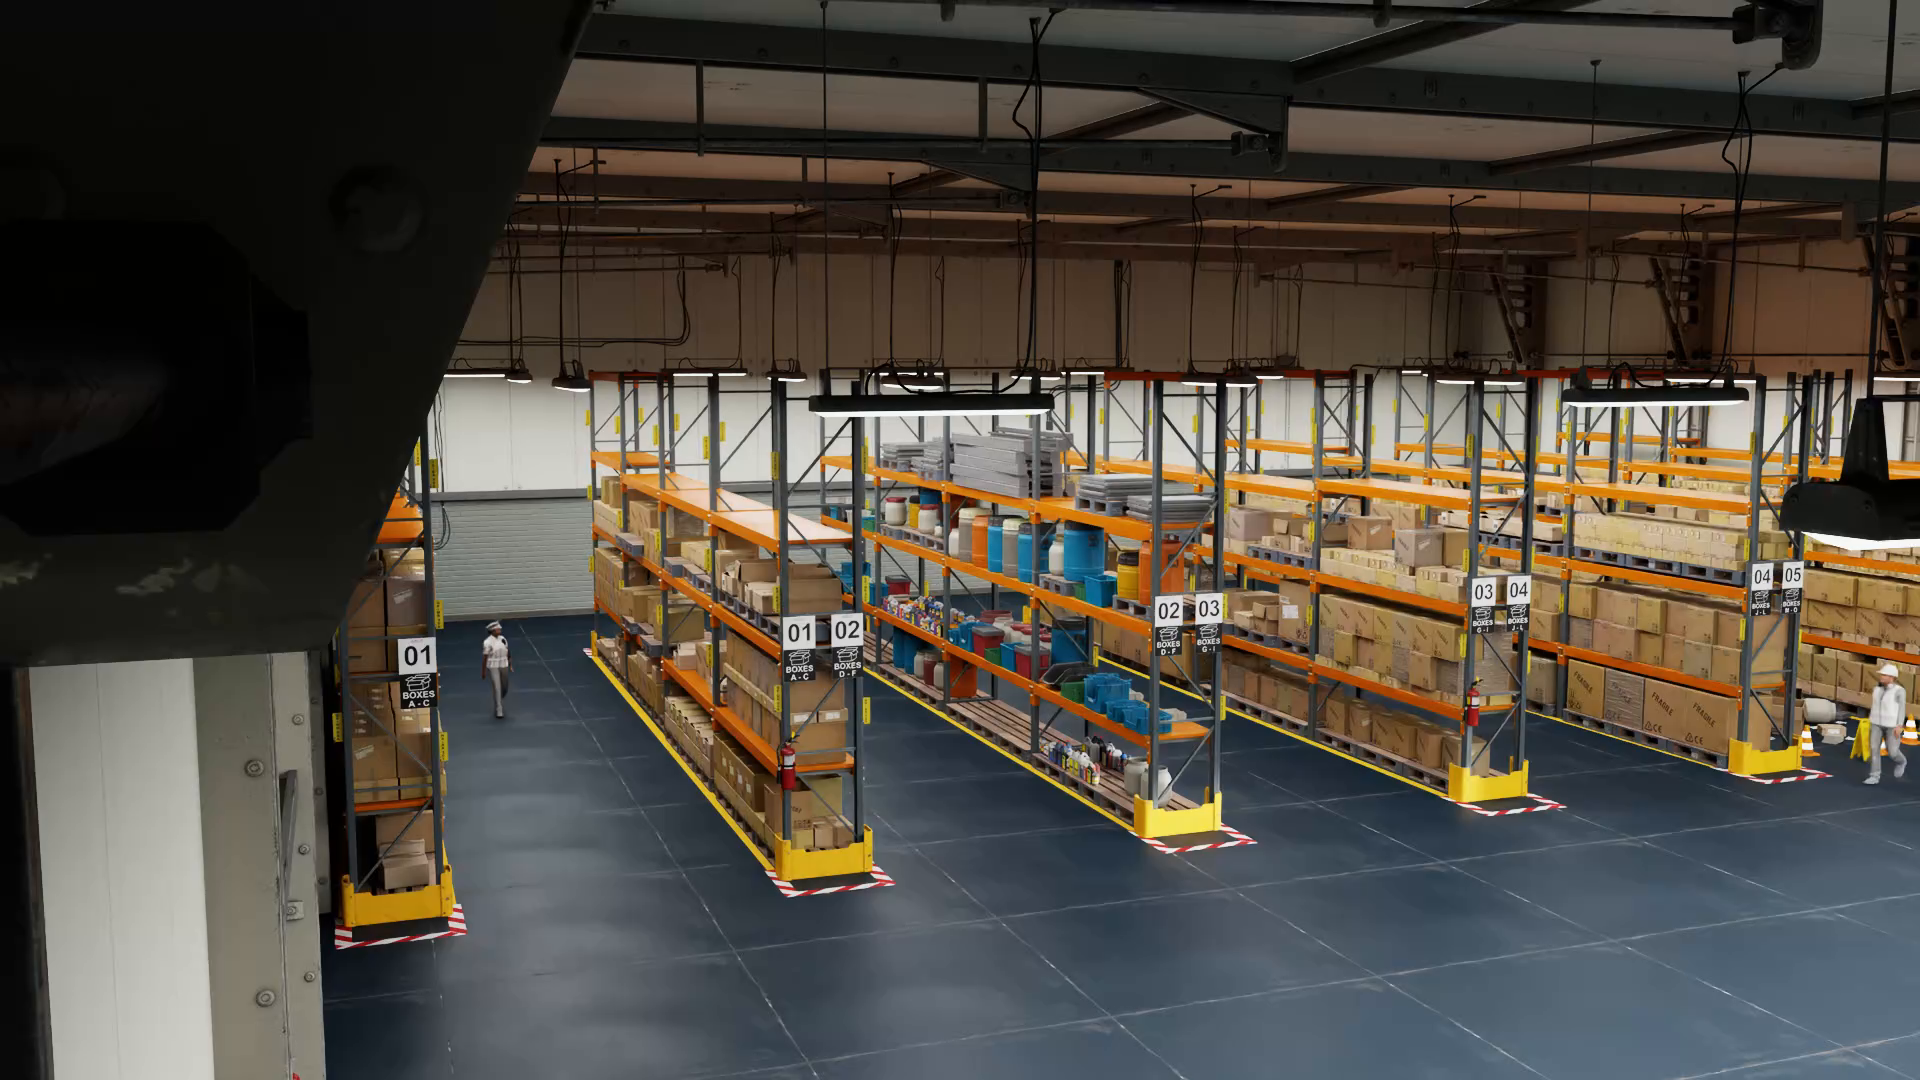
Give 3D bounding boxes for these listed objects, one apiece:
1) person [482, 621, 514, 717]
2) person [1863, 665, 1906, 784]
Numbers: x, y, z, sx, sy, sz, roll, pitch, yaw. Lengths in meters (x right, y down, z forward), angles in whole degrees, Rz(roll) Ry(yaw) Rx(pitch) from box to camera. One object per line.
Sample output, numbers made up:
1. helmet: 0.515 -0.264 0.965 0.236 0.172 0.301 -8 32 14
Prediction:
1. person: -8.168 2.231 29.340 0.556 1.637 0.920 -4 7 -29
2. person: 13.684 2.712 24.537 0.743 1.766 0.511 -6 8 -41
